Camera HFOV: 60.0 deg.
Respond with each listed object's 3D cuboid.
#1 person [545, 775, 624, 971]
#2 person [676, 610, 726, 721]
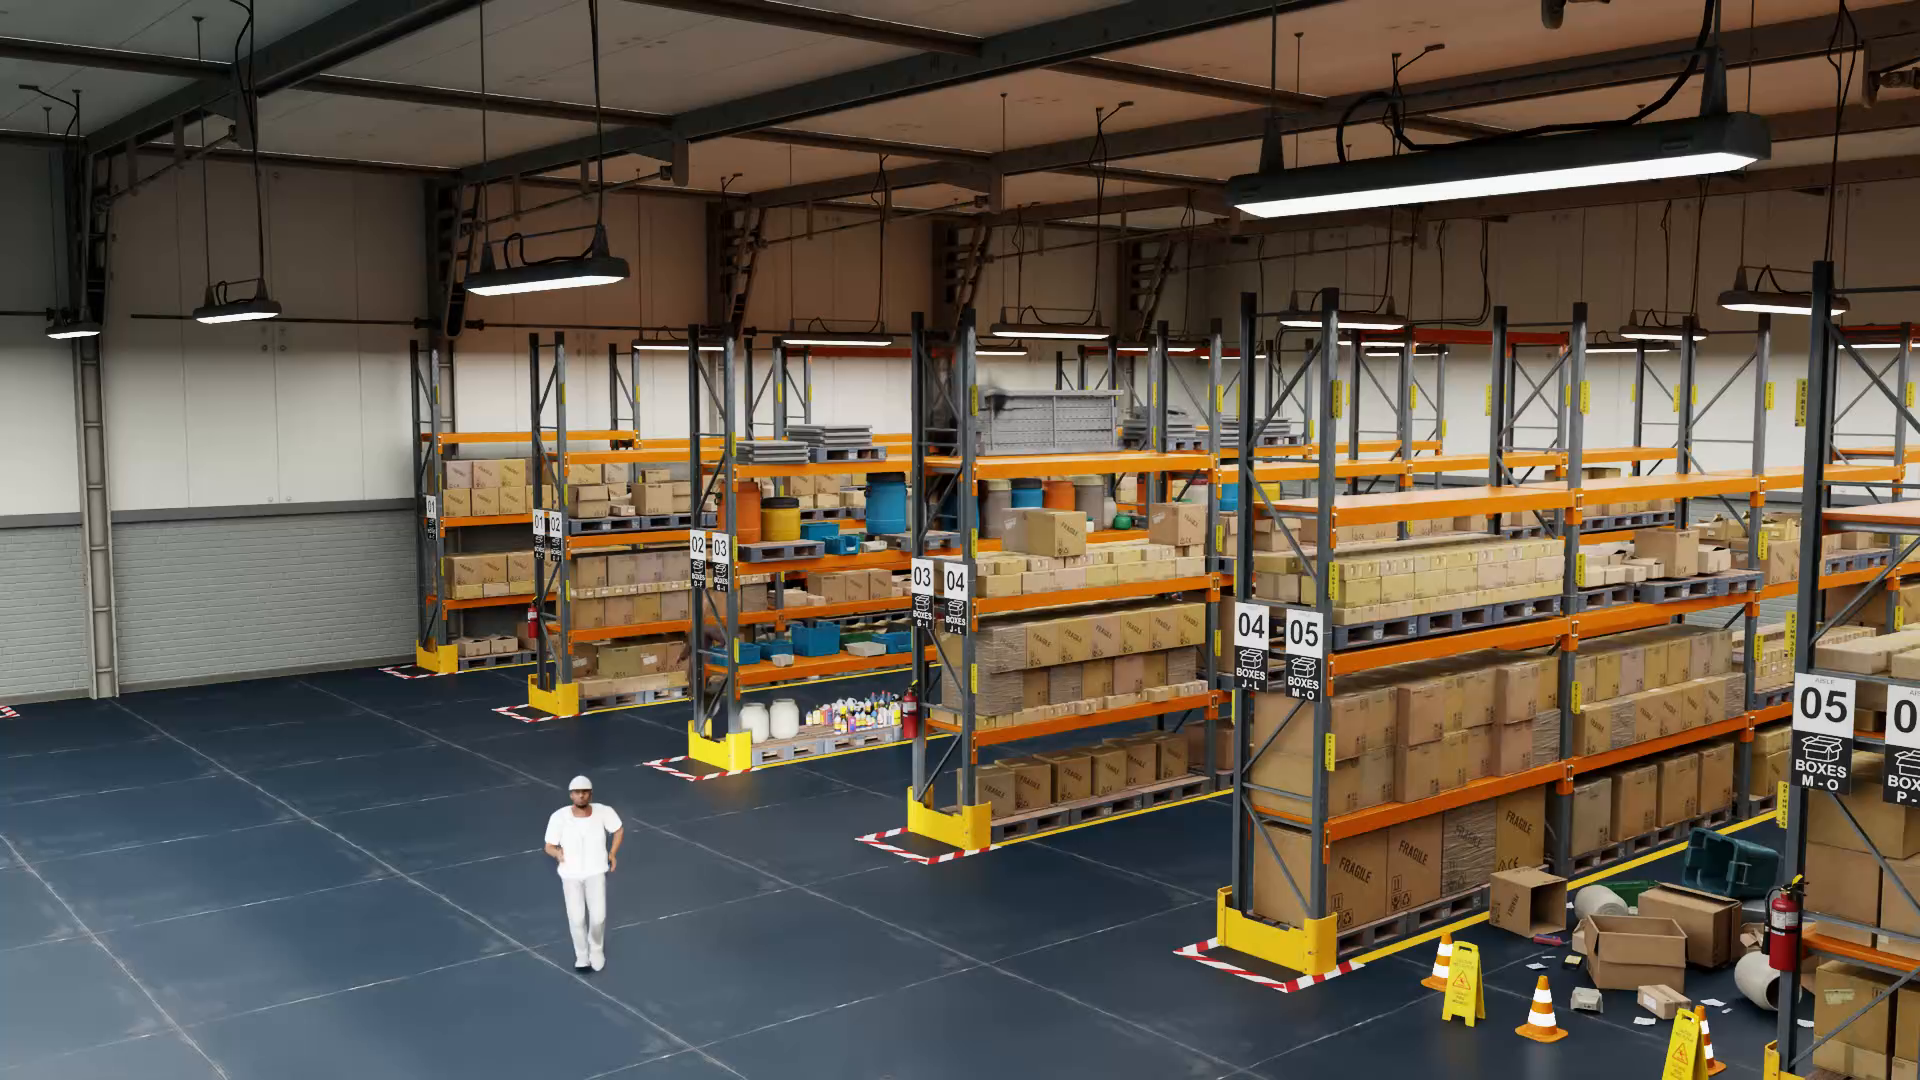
[{"bbox_3d":[-3.292,2.945,14.590,0.680,1.750,0.626,-1,5,-11],"label":"person"},{"bbox_3d":[-3.816,1.861,24.442,0.741,1.741,0.691,5,7,45],"label":"person"}]
